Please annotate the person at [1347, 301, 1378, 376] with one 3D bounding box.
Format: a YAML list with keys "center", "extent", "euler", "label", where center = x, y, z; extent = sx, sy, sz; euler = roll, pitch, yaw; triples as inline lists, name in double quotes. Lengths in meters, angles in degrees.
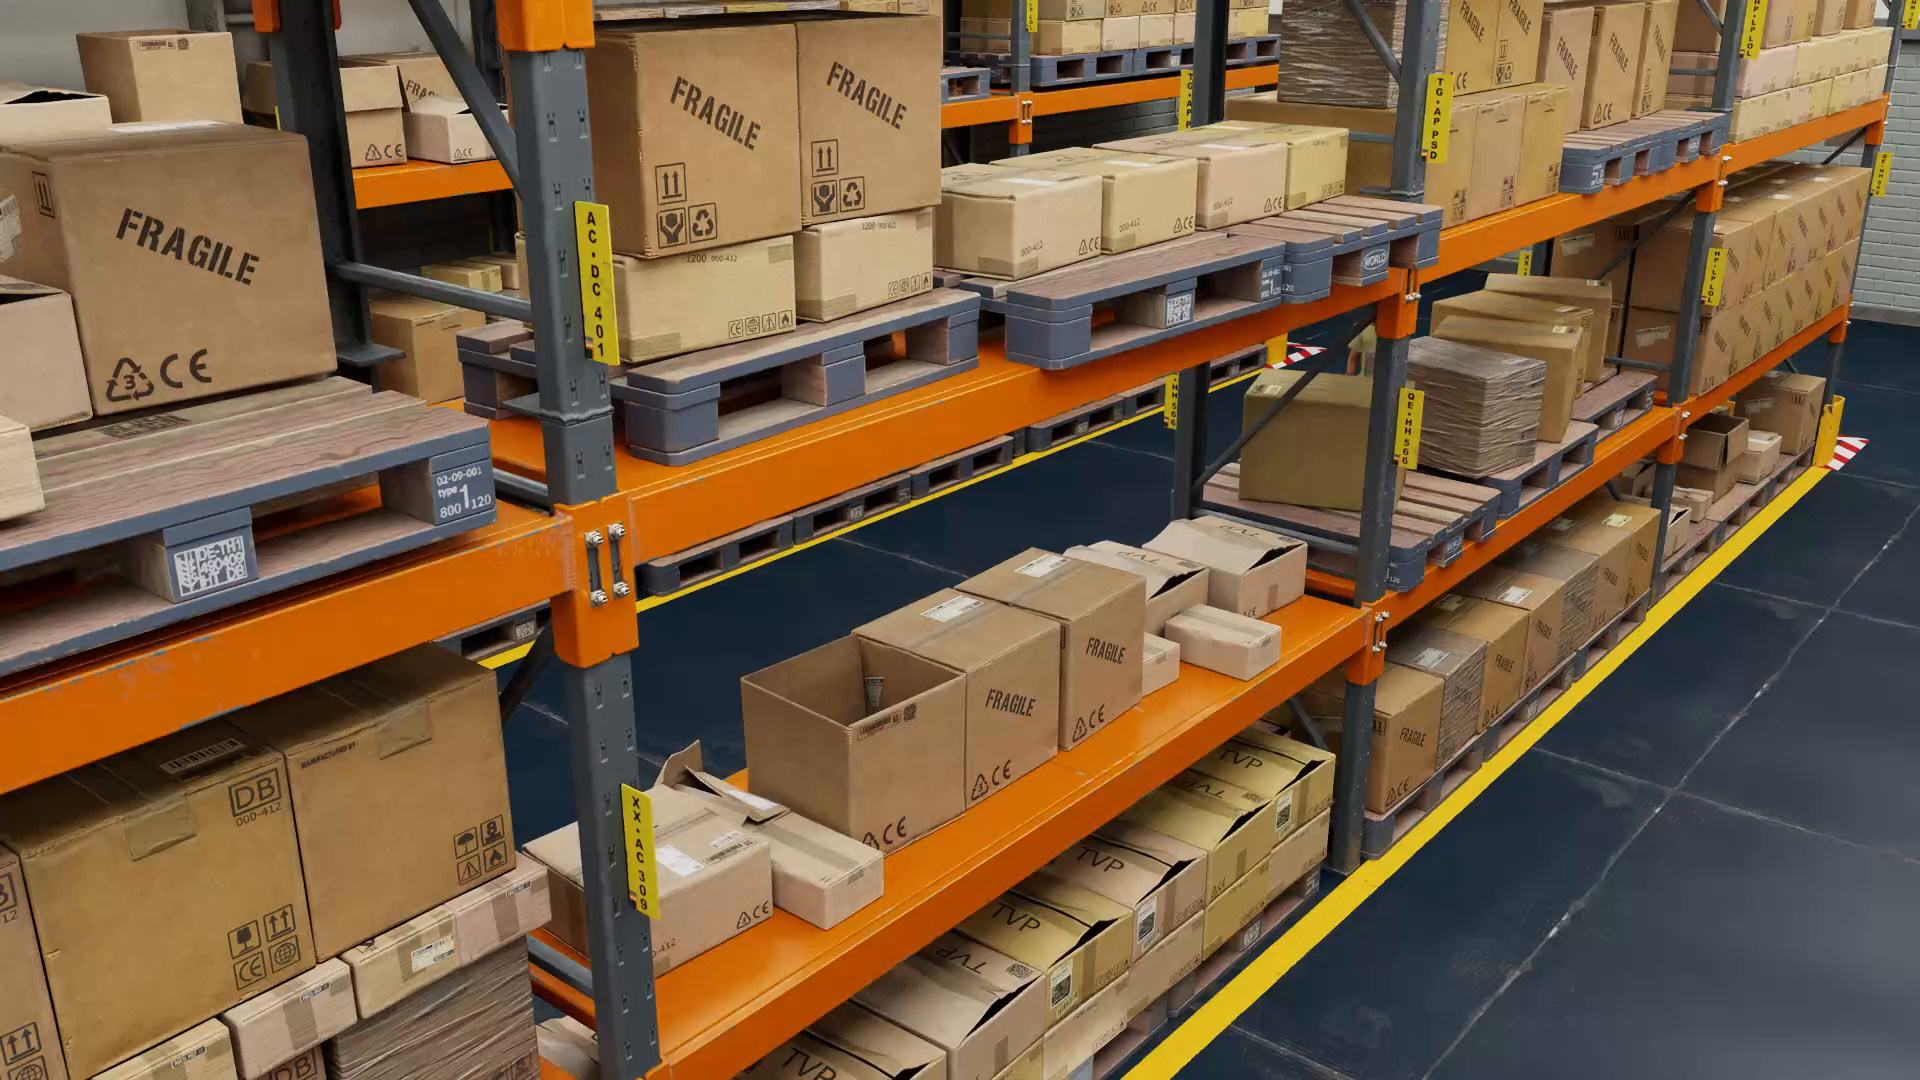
- center: [2.935, -1.005, 11.769]
  extent: [0.448, 1.648, 0.665]
  euler: [18, 27, 39]
  label: "person"
